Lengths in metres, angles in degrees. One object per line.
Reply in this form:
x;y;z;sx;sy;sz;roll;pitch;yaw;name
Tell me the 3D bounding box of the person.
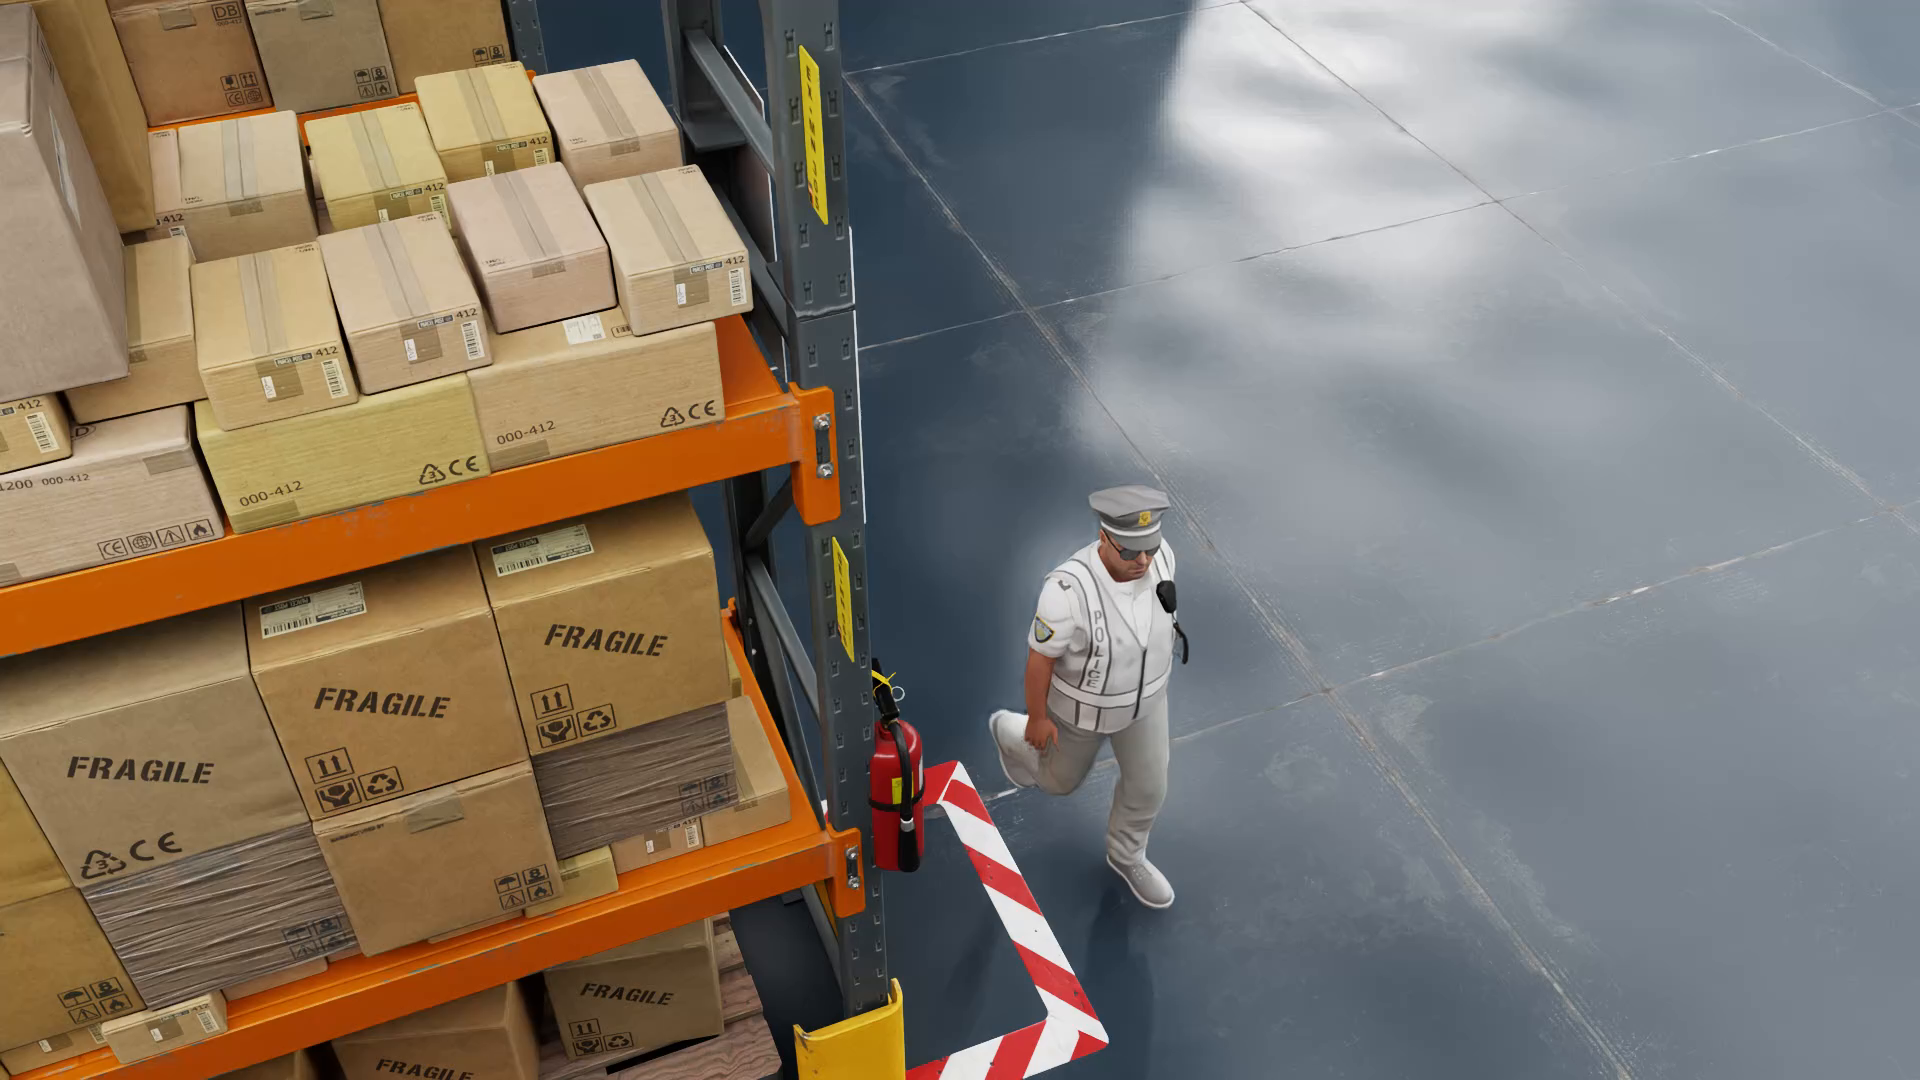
0.438;0.452;5.625;0.573;1.725;0.912;-20;45;-21;person
